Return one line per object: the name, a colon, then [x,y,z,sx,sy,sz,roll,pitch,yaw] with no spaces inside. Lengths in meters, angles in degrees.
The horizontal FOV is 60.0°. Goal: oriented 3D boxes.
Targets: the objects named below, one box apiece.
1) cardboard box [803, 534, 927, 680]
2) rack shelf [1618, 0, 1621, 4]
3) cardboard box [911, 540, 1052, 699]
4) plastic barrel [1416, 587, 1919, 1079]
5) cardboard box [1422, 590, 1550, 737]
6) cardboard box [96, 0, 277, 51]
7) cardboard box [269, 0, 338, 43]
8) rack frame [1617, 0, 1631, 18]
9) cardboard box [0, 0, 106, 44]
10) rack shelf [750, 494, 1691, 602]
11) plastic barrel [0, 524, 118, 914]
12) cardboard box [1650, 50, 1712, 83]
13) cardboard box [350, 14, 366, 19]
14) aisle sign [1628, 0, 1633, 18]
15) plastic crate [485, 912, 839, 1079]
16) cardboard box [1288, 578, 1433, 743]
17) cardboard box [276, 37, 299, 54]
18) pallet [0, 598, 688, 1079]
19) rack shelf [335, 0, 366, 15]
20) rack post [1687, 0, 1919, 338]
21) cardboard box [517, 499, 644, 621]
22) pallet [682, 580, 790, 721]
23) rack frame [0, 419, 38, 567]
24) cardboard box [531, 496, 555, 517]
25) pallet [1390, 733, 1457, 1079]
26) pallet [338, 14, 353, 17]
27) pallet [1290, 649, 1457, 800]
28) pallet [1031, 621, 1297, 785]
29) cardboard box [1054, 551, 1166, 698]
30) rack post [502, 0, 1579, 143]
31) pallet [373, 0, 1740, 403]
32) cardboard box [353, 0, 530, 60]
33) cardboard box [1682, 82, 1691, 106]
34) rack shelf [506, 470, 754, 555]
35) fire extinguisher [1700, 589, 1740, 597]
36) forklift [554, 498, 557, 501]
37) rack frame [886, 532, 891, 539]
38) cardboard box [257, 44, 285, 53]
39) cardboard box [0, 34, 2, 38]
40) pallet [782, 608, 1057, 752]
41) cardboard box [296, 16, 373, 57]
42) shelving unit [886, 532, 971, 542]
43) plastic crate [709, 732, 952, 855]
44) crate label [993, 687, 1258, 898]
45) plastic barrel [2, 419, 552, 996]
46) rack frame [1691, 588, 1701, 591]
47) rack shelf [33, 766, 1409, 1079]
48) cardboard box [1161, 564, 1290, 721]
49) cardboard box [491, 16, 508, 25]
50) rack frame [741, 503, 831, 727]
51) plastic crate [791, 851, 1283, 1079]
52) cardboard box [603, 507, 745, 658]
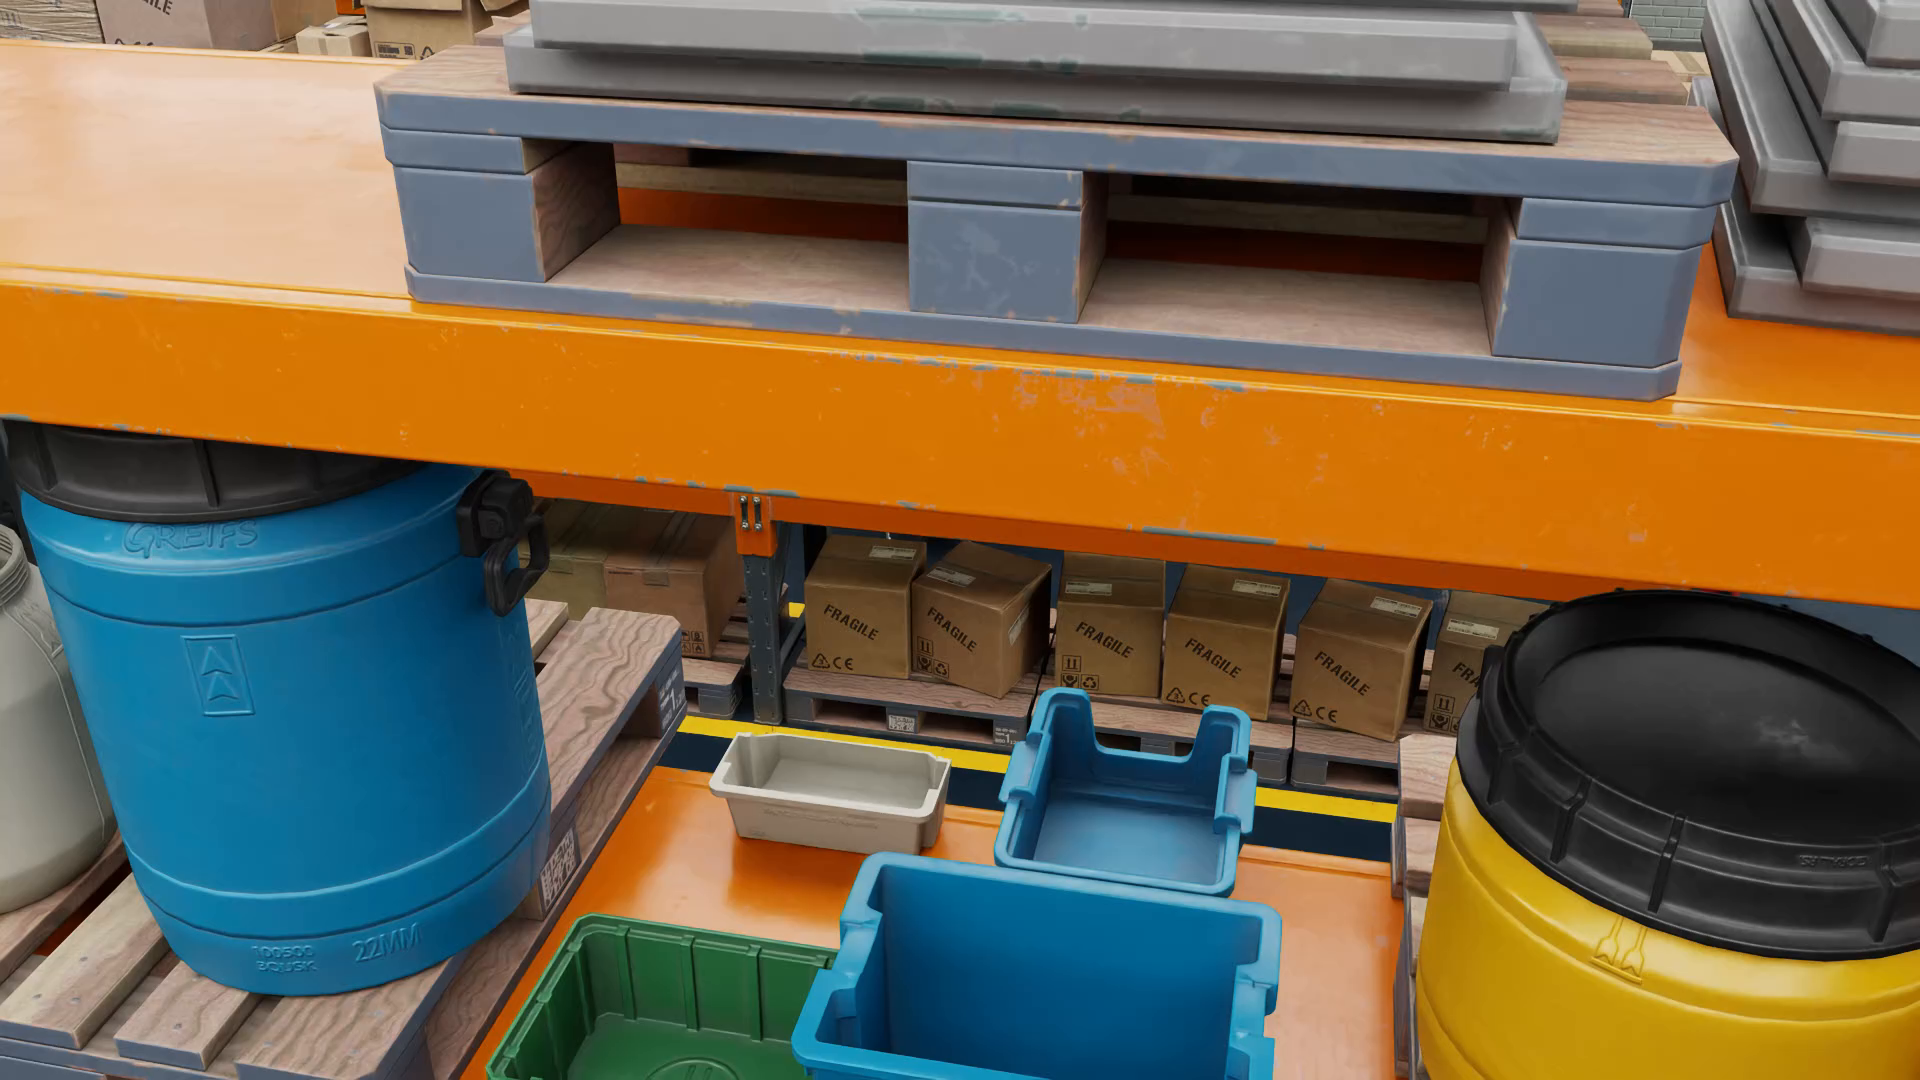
cardboard box: [-0.456,0.324,8.200,0.500,0.500,0.500,5,29,9]
rack shelf: [2.252,-3.766,11.131,4.000,0.370,1.077,6,29,11]
cardboard box: [0.106,0.378,8.102,0.500,0.500,0.500,16,32,26]
plastic barrel: [0.897,0.443,2.060,0.600,0.588,0.600,0,29,0]
cardboard box: [2.466,0.596,7.704,0.500,0.500,0.500,11,31,20]
cardboard box: [-3.356,-2.359,7.188,0.500,0.500,0.500,5,29,9]
cardboard box: [-3.247,-2.594,7.615,0.500,0.500,0.500,6,29,11]
rack frame: [4.208,-2.565,11.312,0.127,3.000,1.000,6,29,11]
cardboard box: [-3.849,-2.407,7.274,0.500,0.500,0.500,6,29,11]
rack shelf: [1.117,-0.131,7.615,4.000,0.370,1.077,6,29,11]
plastic barrel: [-1.493,0.265,2.464,0.421,0.512,0.421,0,29,0]
cardboard box: [2.852,-1.807,6.544,0.250,0.149,0.380,6,29,10]
cardboard box: [-5.970,-5.331,18.139,0.875,0.875,0.875,7,29,12]
aisle sign: [4.214,-3.557,10.417,0.004,0.787,0.394,6,29,11]
plastic crate: [-0.387,0.742,2.368,0.450,0.188,0.336,6,29,11]
cardboard box: [1.874,0.552,7.784,0.500,0.500,0.500,14,32,24]
cardboard box: [-3.256,-2.271,7.806,0.500,0.250,0.500,7,29,12]
pallet: [-1.147,0.473,2.836,1.003,0.211,1.213,6,29,11]
rack shelf: [-4.637,-5.587,17.581,4.000,0.370,1.077,6,29,11]
rack post: [1.326,-0.468,1.754,0.954,0.300,0.937,9,30,16]
cardboard box: [-1.897,0.128,8.537,0.500,0.500,0.700,6,29,10]
pallet: [-1.600,0.499,8.619,1.213,0.211,1.003,6,29,11]
rack frame: [-1.873,-0.953,2.119,0.127,3.000,1.000,6,29,11]
cardboard box: [-2.444,0.072,8.640,0.500,0.500,0.700,3,29,6]
pallet: [1.250,0.718,2.387,1.213,0.211,1.003,6,29,11]
pallet: [-8.618,-7.526,23.277,1.213,0.211,1.003,6,29,11]
pallet: [2.212,0.871,7.938,1.213,0.211,1.003,6,29,11]
pallet: [1.022,0.748,8.164,1.213,0.211,1.003,6,29,11]
cardboard box: [0.729,0.403,8.055,0.500,0.500,0.500,3,29,6]
rack post: [0.137,-0.698,1.733,0.954,0.300,0.937,5,29,10]
pallet: [0.136,-0.503,1.912,1.213,0.211,1.003,6,29,11]
cardboard box: [-2.199,-2.380,7.305,0.637,0.503,0.797,7,29,13]
cardboard box: [2.736,-1.552,6.079,0.250,0.149,0.380,6,29,11]
rack shelf: [-2.795,-0.532,8.347,4.000,0.370,1.077,6,29,11]
fire extinguisher: [3.089,0.016,6.678,0.183,0.674,0.296,6,29,11]
forklift: [-2.975,-1.785,9.958,3.031,2.935,1.130,9,30,15]
rack frame: [-0.400,-0.567,9.537,0.015,1.200,0.240,6,29,11]
cardboard box: [-3.337,-2.033,7.372,0.500,0.250,0.500,6,29,12]
cardboard box: [-4.345,-2.459,7.370,0.500,0.500,0.500,6,29,11]
pallet: [-0.175,0.627,8.385,1.213,0.211,1.003,6,29,11]
cardboard box: [-2.693,-2.186,7.301,0.250,0.166,0.380,5,29,9]
shelving unit: [-0.162,-0.543,9.492,0.503,1.200,0.258,6,29,11]
plastic crate: [-0.219,0.450,2.955,0.396,0.136,0.243,6,29,11]
crate label: [0.277,0.487,2.769,0.408,0.251,0.502,6,29,11]
plastic barrel: [-0.922,0.109,2.344,0.708,0.901,0.600,6,29,11]
rack frame: [3.073,-0.246,7.076,0.127,3.000,1.000,6,29,11]
rack shelf: [0.083,0.879,2.646,4.000,0.370,1.077,6,29,11]
cardboard box: [1.266,0.480,7.915,0.500,0.500,0.500,9,30,15]
cardboard box: [-1.779,-2.135,7.106,0.258,0.266,0.396,7,29,12]
rack frame: [-0.839,-0.647,7.808,0.127,3.000,1.000,6,29,11]
plastic crate: [0.111,0.722,2.202,0.575,0.384,0.392,6,29,11]
cardboard box: [-1.435,0.185,8.434,0.500,0.500,0.700,4,29,7]
